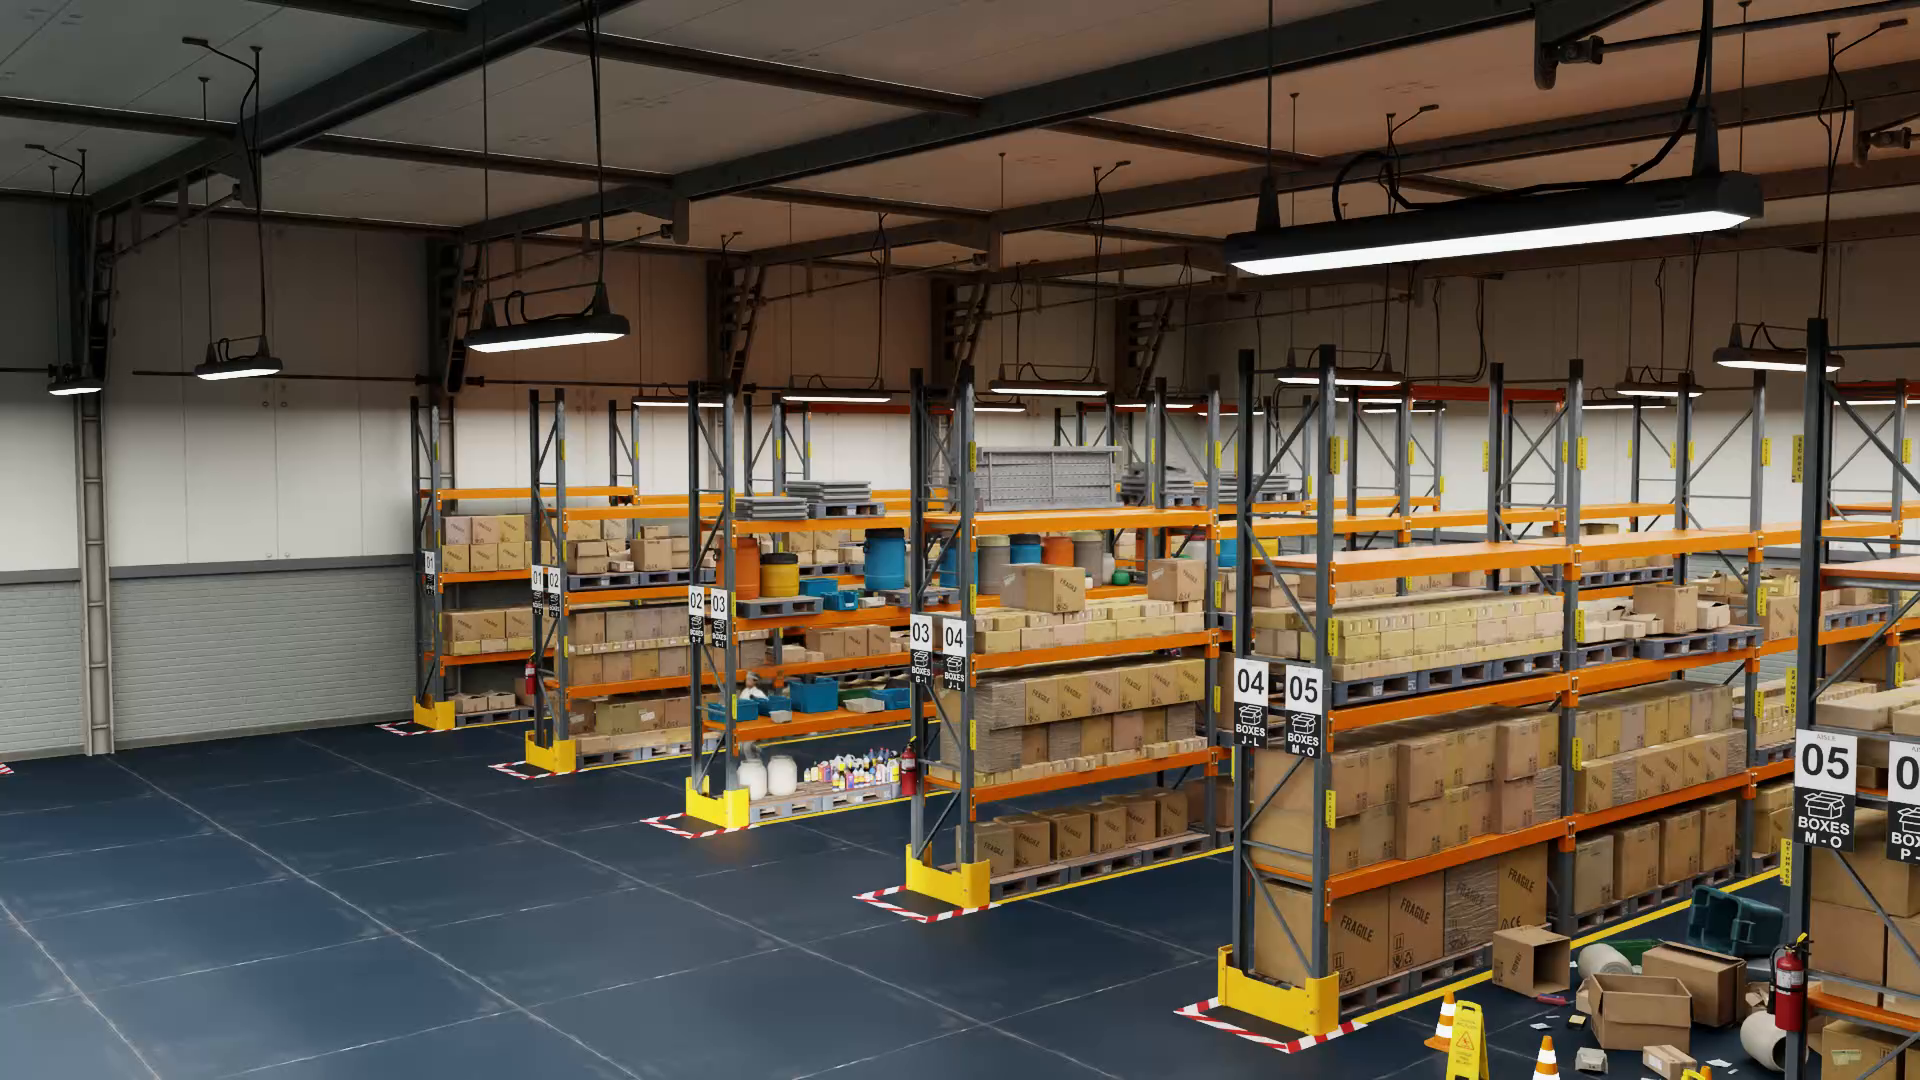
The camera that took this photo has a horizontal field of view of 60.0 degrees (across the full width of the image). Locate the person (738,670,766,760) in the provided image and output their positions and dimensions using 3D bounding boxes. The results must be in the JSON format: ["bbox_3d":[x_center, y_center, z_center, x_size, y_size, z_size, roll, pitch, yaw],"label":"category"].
[{"bbox_3d":[-3.232,2.832,25.719,0.629,1.652,0.555,3,4,41],"label":"person"}]
